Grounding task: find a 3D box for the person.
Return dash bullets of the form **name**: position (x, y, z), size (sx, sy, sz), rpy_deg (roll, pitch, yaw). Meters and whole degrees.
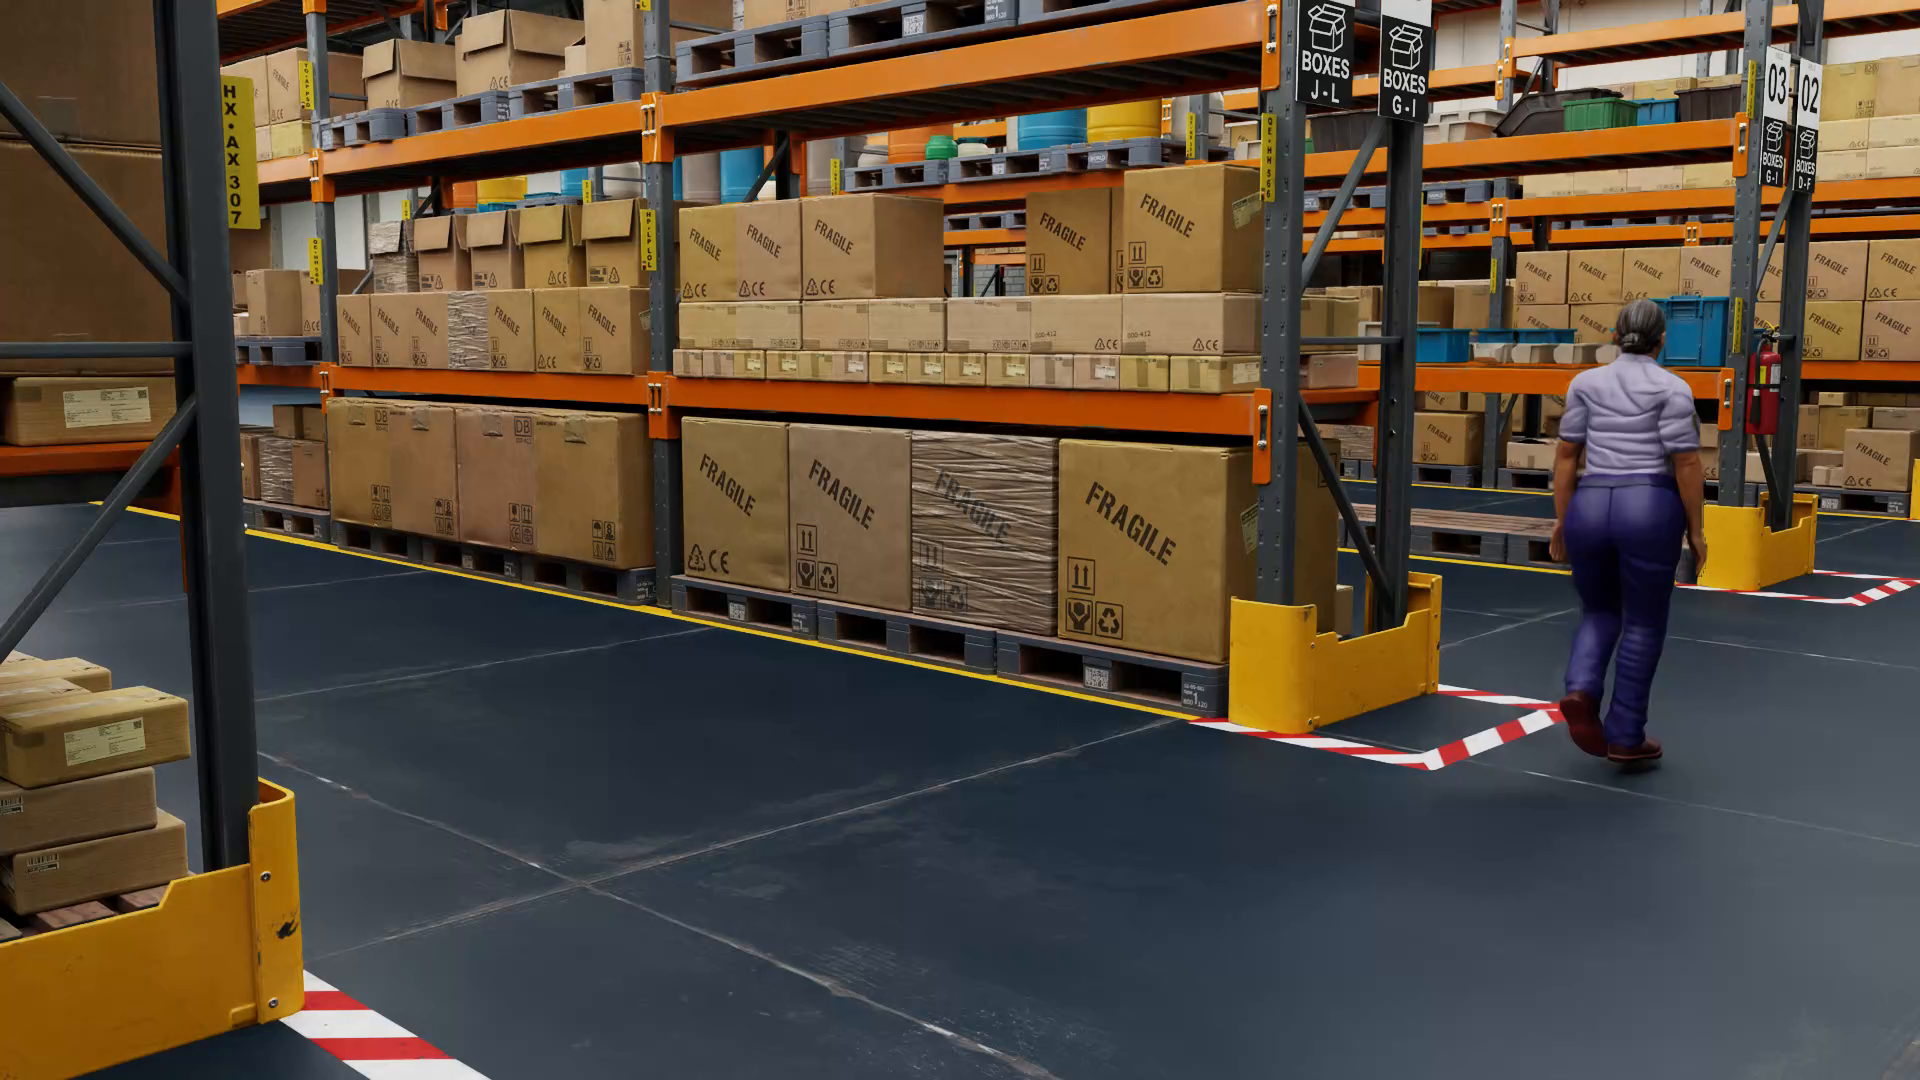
- **person**: position (2.364, -0.034, 5.942), size (0.540, 1.640, 0.469), rpy_deg (6, 10, 41)
